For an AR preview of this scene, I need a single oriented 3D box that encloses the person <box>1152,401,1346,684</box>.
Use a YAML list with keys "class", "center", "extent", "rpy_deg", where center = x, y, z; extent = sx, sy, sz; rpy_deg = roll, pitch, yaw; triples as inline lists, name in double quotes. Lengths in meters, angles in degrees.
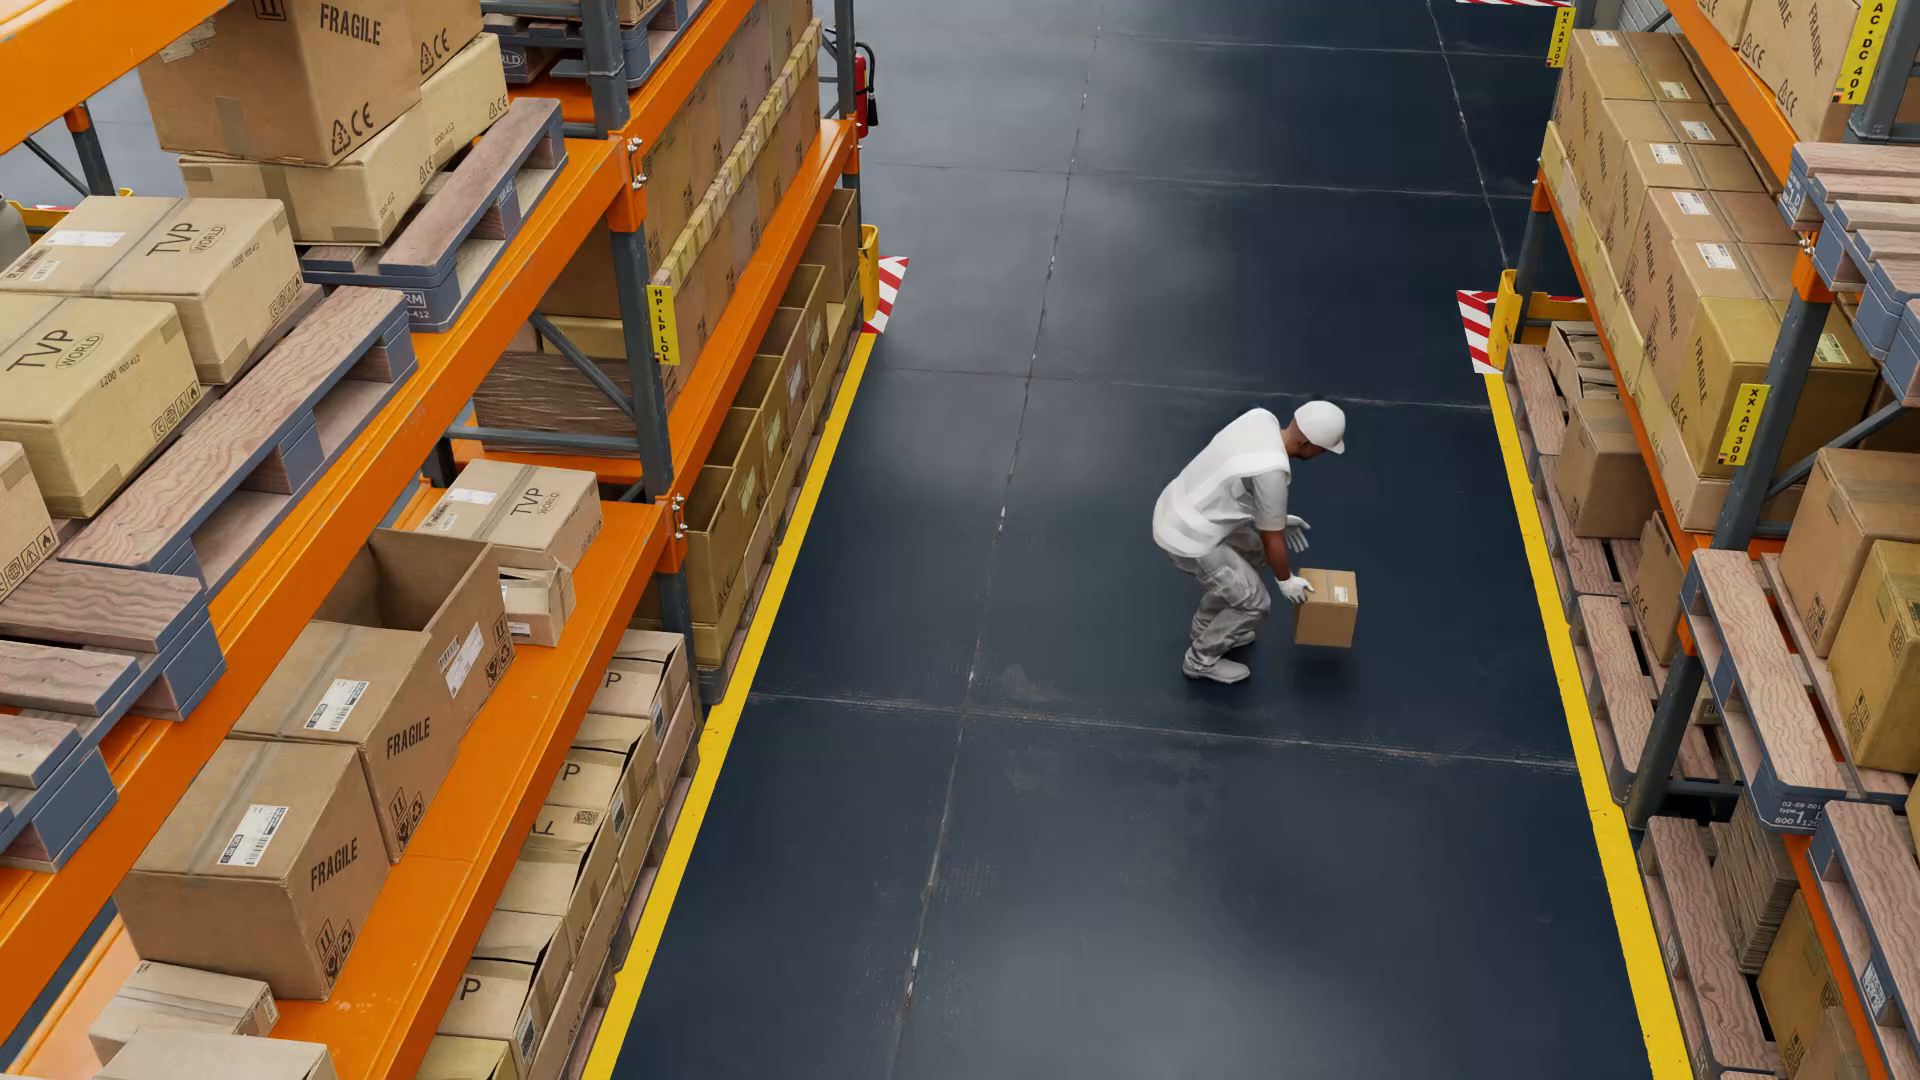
- class: "person"
  center: [1.252, -0.037, 7.419]
  extent: [0.787, 1.382, 0.613]
  rpy_deg: [4, 36, 6]
